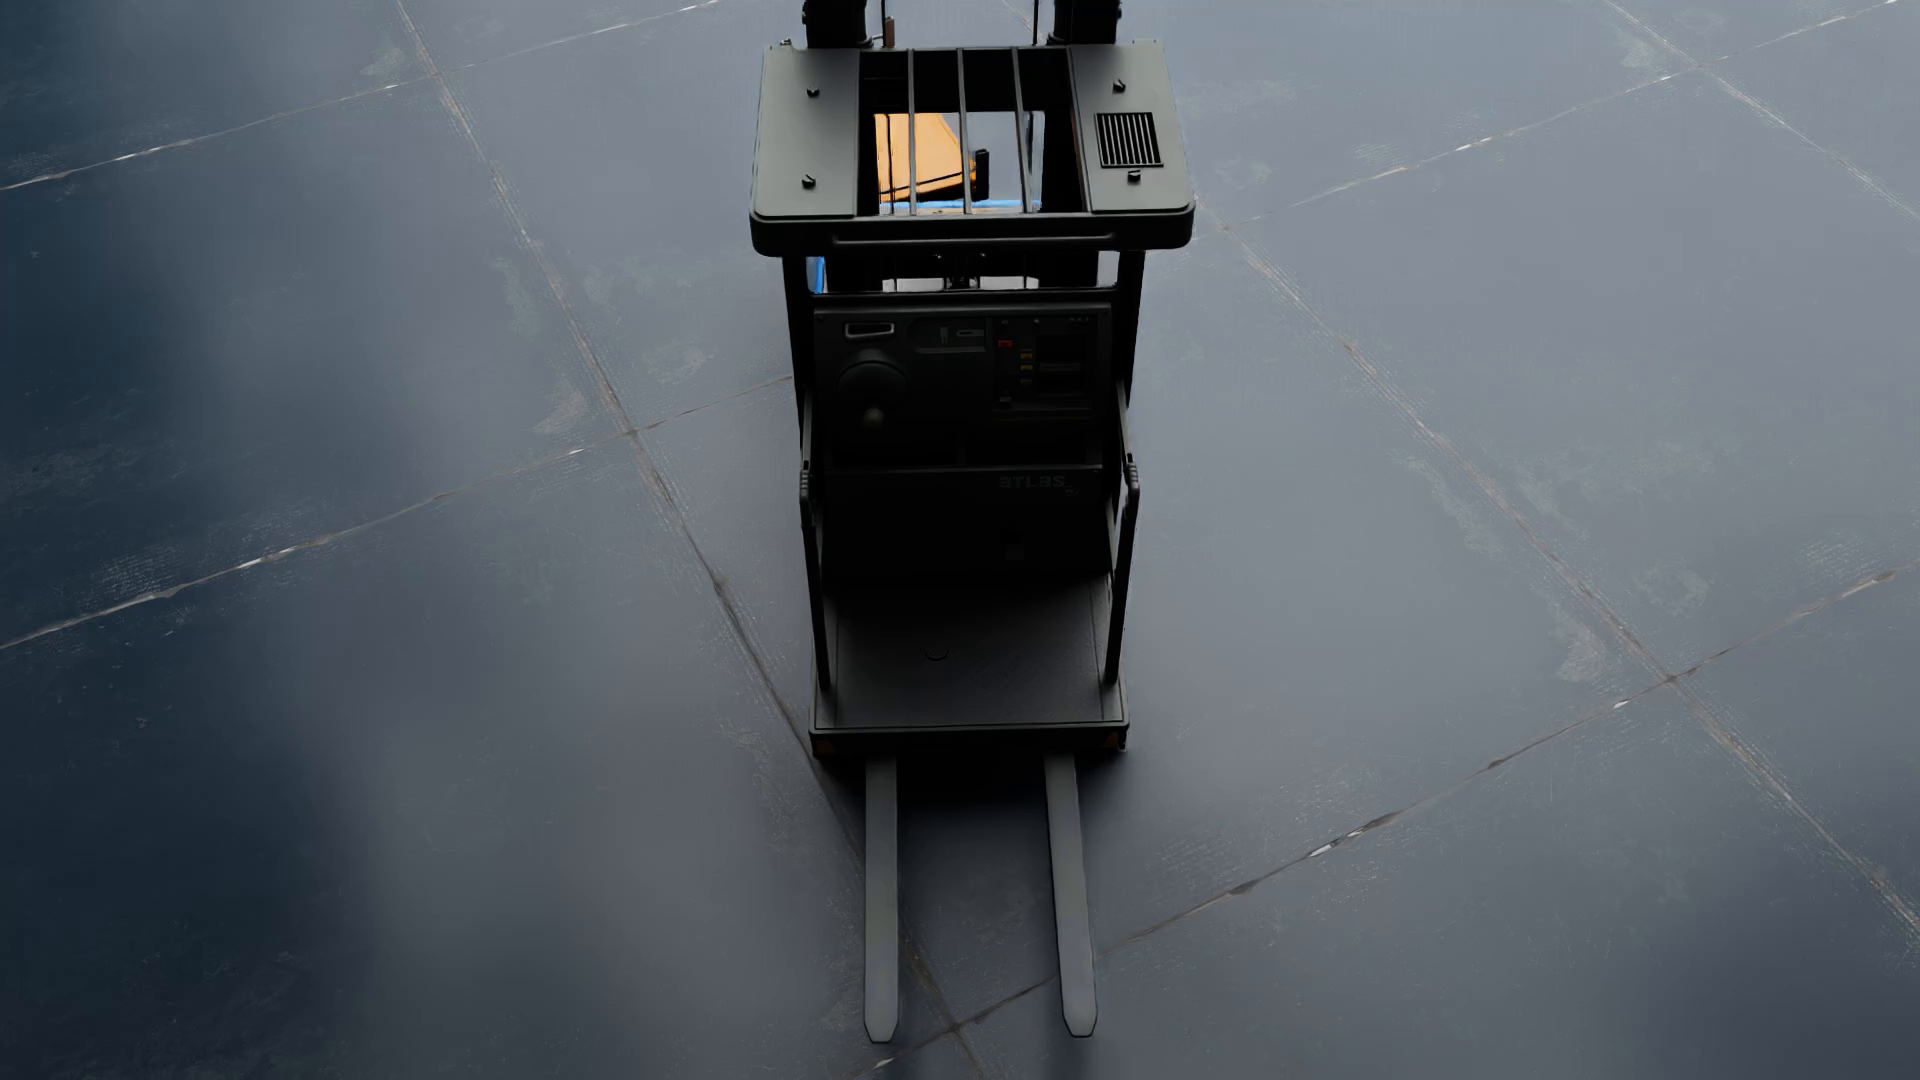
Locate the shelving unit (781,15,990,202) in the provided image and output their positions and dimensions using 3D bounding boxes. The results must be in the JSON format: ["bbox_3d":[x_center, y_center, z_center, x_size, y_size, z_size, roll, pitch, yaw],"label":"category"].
[{"bbox_3d":[-0.319,-1.437,7.152,0.538,1.125,1.048,-18,51,-15],"label":"shelving unit"}]

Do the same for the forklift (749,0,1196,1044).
[{"bbox_3d":[0.019,-0.447,5.086,1.130,2.935,3.031,-1,49,-1],"label":"forklift"}]

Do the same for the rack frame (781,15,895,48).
[{"bbox_3d":[-0.516,-1.790,7.461,0.500,1.125,0.032,-18,51,-15],"label":"rack frame"}]

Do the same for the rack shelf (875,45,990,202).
[{"bbox_3d":[-0.319,-1.630,6.932,0.538,0.278,1.000,-18,51,-15],"label":"rack shelf"}]

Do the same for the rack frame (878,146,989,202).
[{"bbox_3d":[-0.122,-1.084,6.844,0.500,1.125,0.032,-18,51,-15],"label":"rack frame"}]
